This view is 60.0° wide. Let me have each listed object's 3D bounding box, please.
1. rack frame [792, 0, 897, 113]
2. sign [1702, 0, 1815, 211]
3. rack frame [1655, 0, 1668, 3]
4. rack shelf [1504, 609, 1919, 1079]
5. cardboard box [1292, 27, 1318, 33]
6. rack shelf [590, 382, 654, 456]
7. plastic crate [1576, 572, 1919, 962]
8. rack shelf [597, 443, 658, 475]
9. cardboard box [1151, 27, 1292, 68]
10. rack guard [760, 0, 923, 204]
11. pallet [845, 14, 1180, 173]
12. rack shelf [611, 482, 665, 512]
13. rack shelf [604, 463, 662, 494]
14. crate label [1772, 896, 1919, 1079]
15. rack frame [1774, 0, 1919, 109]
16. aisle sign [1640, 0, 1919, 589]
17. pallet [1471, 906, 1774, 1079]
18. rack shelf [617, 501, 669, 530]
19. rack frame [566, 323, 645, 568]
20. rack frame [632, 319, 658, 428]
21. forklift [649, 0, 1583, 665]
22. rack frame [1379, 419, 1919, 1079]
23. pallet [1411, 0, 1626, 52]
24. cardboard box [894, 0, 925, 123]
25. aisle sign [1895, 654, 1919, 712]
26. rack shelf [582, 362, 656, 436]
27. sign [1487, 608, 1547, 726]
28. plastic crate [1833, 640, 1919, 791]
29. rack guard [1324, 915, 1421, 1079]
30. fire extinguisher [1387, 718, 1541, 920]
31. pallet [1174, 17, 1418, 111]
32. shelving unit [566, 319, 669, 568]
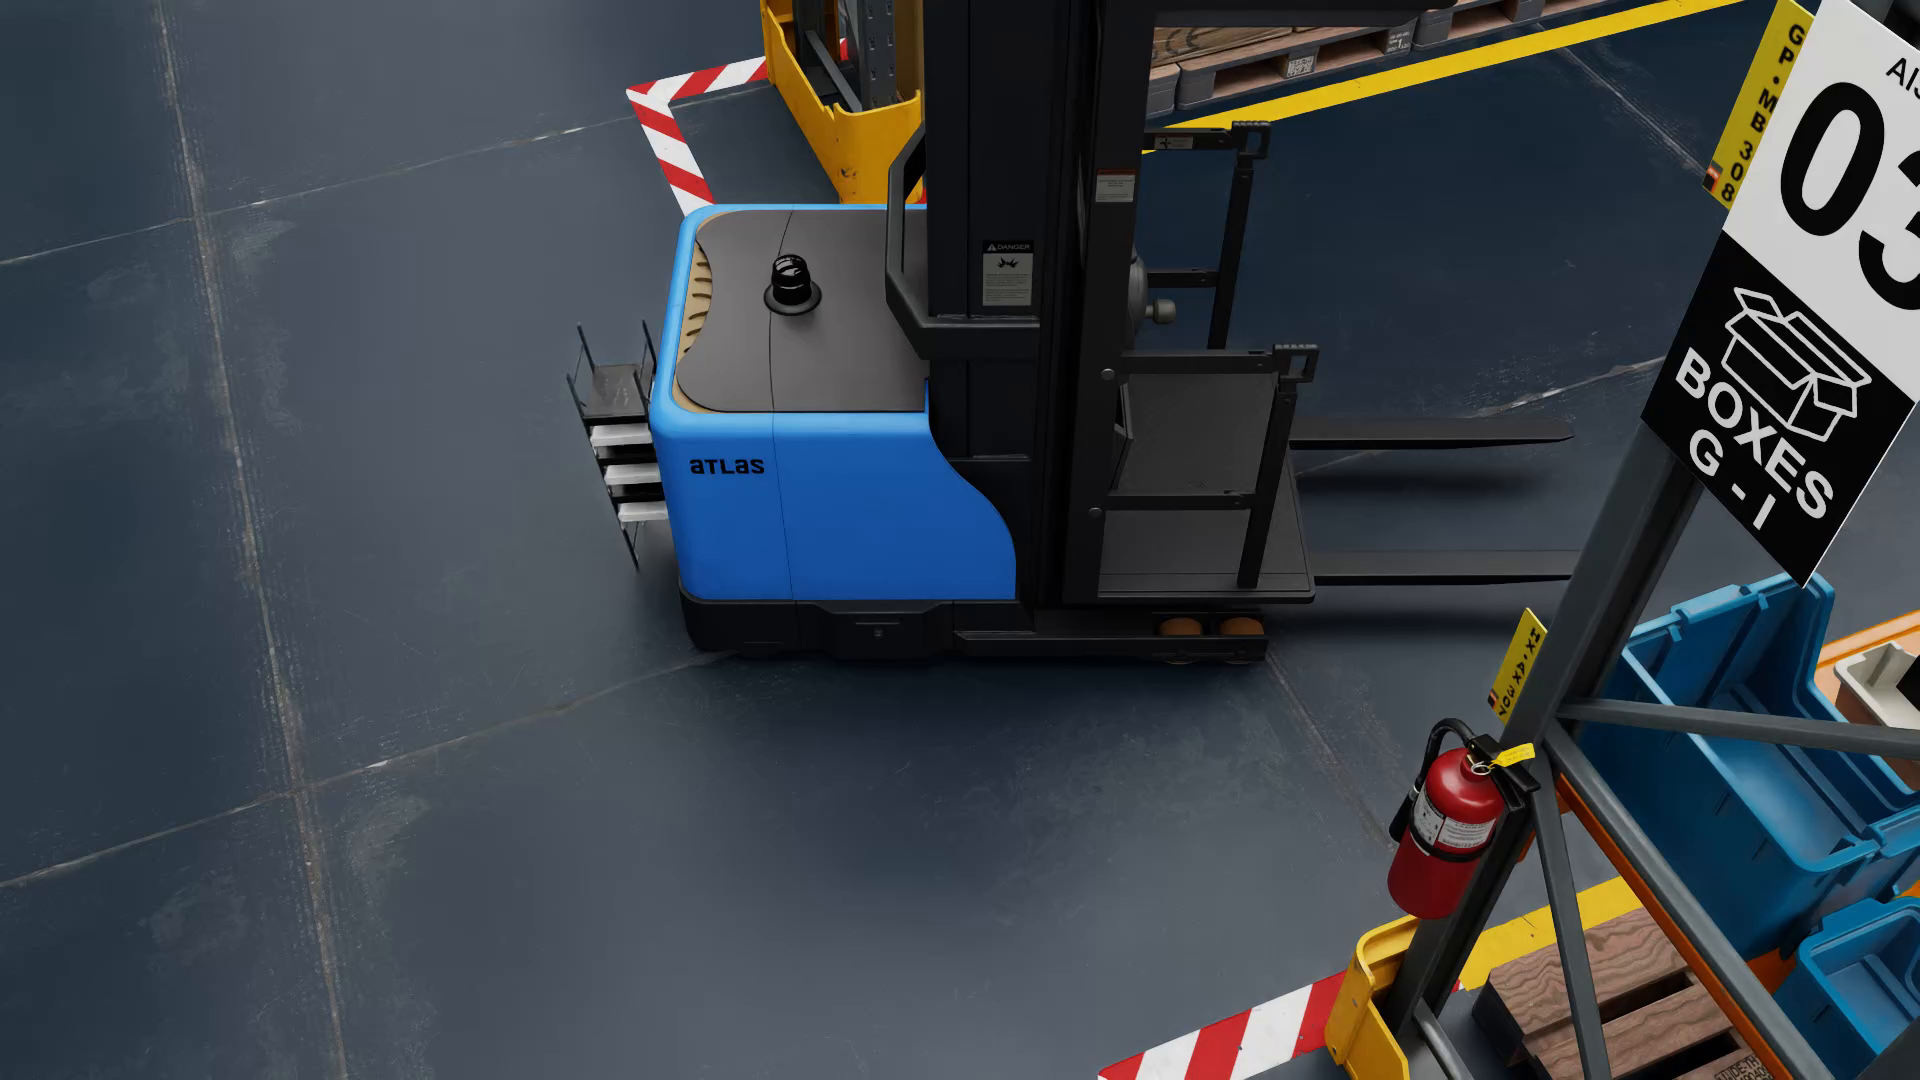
[{"bbox_3d":[-0.494,-2.768,6.150,0.127,3.000,1.000,-17,52,-14],"label":"rack frame"},{"bbox_3d":[1.156,-0.614,2.392,0.005,0.325,0.100,-17,52,-14],"label":"sign"},{"bbox_3d":[3.209,-3.916,7.135,0.127,3.000,1.000,-17,52,-14],"label":"rack frame"},{"bbox_3d":[3.230,0.371,3.928,4.000,0.370,1.077,-17,52,-14],"label":"rack shelf"},{"bbox_3d":[1.734,-2.969,7.446,0.875,0.875,0.875,-17,52,-14],"label":"cardboard box"},{"bbox_3d":[-1.053,-0.390,5.289,0.200,0.077,0.258,-3,49,4],"label":"rack shelf"},{"bbox_3d":[1.618,0.452,3.322,0.499,0.435,0.616,-17,52,-14],"label":"plastic crate"},{"bbox_3d":[-1.045,-0.331,5.357,0.200,0.077,0.258,-3,49,4],"label":"rack shelf"},{"bbox_3d":[0.910,-2.714,7.227,0.875,0.875,0.875,-17,52,-14],"label":"cardboard box"},{"bbox_3d":[-0.516,-1.947,7.092,0.348,0.500,1.175,-17,52,-14],"label":"rack guard"},{"bbox_3d":[0.216,-2.144,7.452,1.213,0.211,1.003,-17,52,-14],"label":"pallet"},{"bbox_3d":[-1.030,-0.214,5.493,0.200,0.077,0.258,-3,49,4],"label":"rack shelf"},{"bbox_3d":[-1.037,-0.273,5.425,0.200,0.077,0.258,-3,49,4],"label":"rack shelf"},{"bbox_3d":[1.732,0.906,3.066,0.303,0.233,0.416,-17,52,-14],"label":"crate label"},{"bbox_3d":[1.379,-1.244,0.887,0.127,3.000,1.000,-17,52,-14],"label":"rack frame"},{"bbox_3d":[1.201,-0.322,2.335,0.004,0.787,0.394,-17,52,-14],"label":"aisle sign"},{"bbox_3d":[2.157,1.410,4.400,1.213,0.211,1.003,-17,52,-14],"label":"pallet"},{"bbox_3d":[-1.022,-0.156,5.561,0.200,0.077,0.258,-3,49,4],"label":"rack shelf"},{"bbox_3d":[-1.142,-0.289,5.406,0.006,0.900,0.240,-3,49,4],"label":"rack frame"},{"bbox_3d":[-0.939,-0.300,5.393,0.006,0.900,0.240,-3,49,4],"label":"rack frame"},{"bbox_3d":[0.622,-0.957,4.640,3.031,2.935,1.130,0,49,0],"label":"forklift"},{"bbox_3d":[1.379,0.710,3.163,0.127,3.000,1.000,-17,52,-14],"label":"rack frame"},{"bbox_3d":[2.475,-2.844,8.053,1.213,0.211,1.003,-17,52,-14],"label":"pallet"},{"bbox_3d":[0.068,-2.453,7.003,0.875,0.875,0.875,-17,52,-14],"label":"cardboard box"},{"bbox_3d":[1.424,0.093,1.980,0.004,0.787,0.394,-17,52,-14],"label":"aisle sign"},{"bbox_3d":[-1.060,-0.448,5.221,0.200,0.077,0.258,-3,49,4],"label":"rack shelf"},{"bbox_3d":[1.156,0.276,3.429,0.005,0.325,0.100,-17,52,-14],"label":"sign"},{"bbox_3d":[2.065,0.416,3.550,0.243,0.136,0.396,-17,52,-14],"label":"plastic crate"},{"bbox_3d":[1.361,1.541,4.097,0.348,0.500,1.175,-17,52,-14],"label":"rack guard"},{"bbox_3d":[1.067,0.581,3.570,0.183,0.674,0.296,-17,52,-14],"label":"fire extinguisher"},{"bbox_3d":[1.344,-2.491,7.750,1.213,0.211,1.003,-17,52,-14],"label":"pallet"},{"bbox_3d":[-1.040,-0.294,5.399,0.210,0.900,0.258,-3,49,4],"label":"shelving unit"}]
